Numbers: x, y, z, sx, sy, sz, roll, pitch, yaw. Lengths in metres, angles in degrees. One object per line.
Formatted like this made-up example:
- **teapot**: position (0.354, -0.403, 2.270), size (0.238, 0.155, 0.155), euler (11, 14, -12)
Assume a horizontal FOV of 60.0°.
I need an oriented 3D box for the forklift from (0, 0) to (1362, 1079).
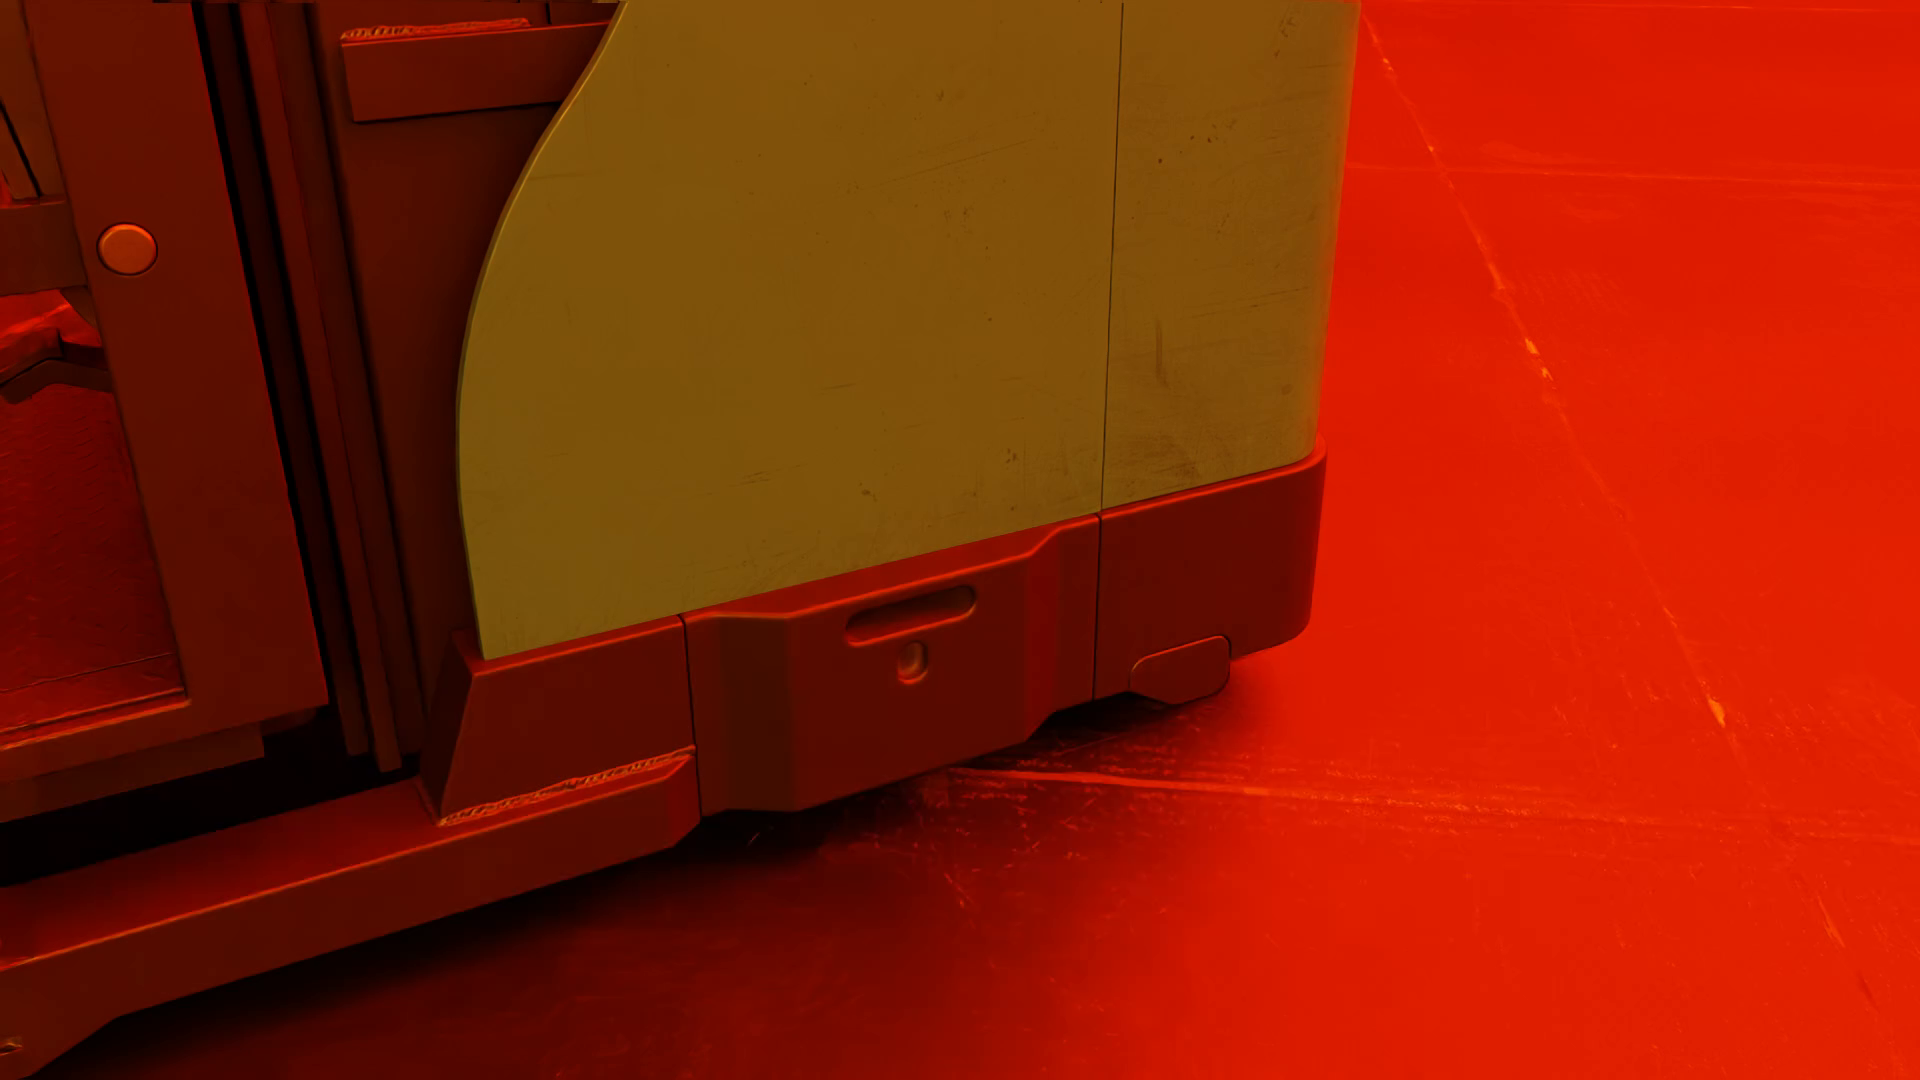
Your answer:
- **forklift**: position (-1.092, -1.022, 1.265), size (3.031, 2.935, 1.130), euler (-14, 30, -25)
